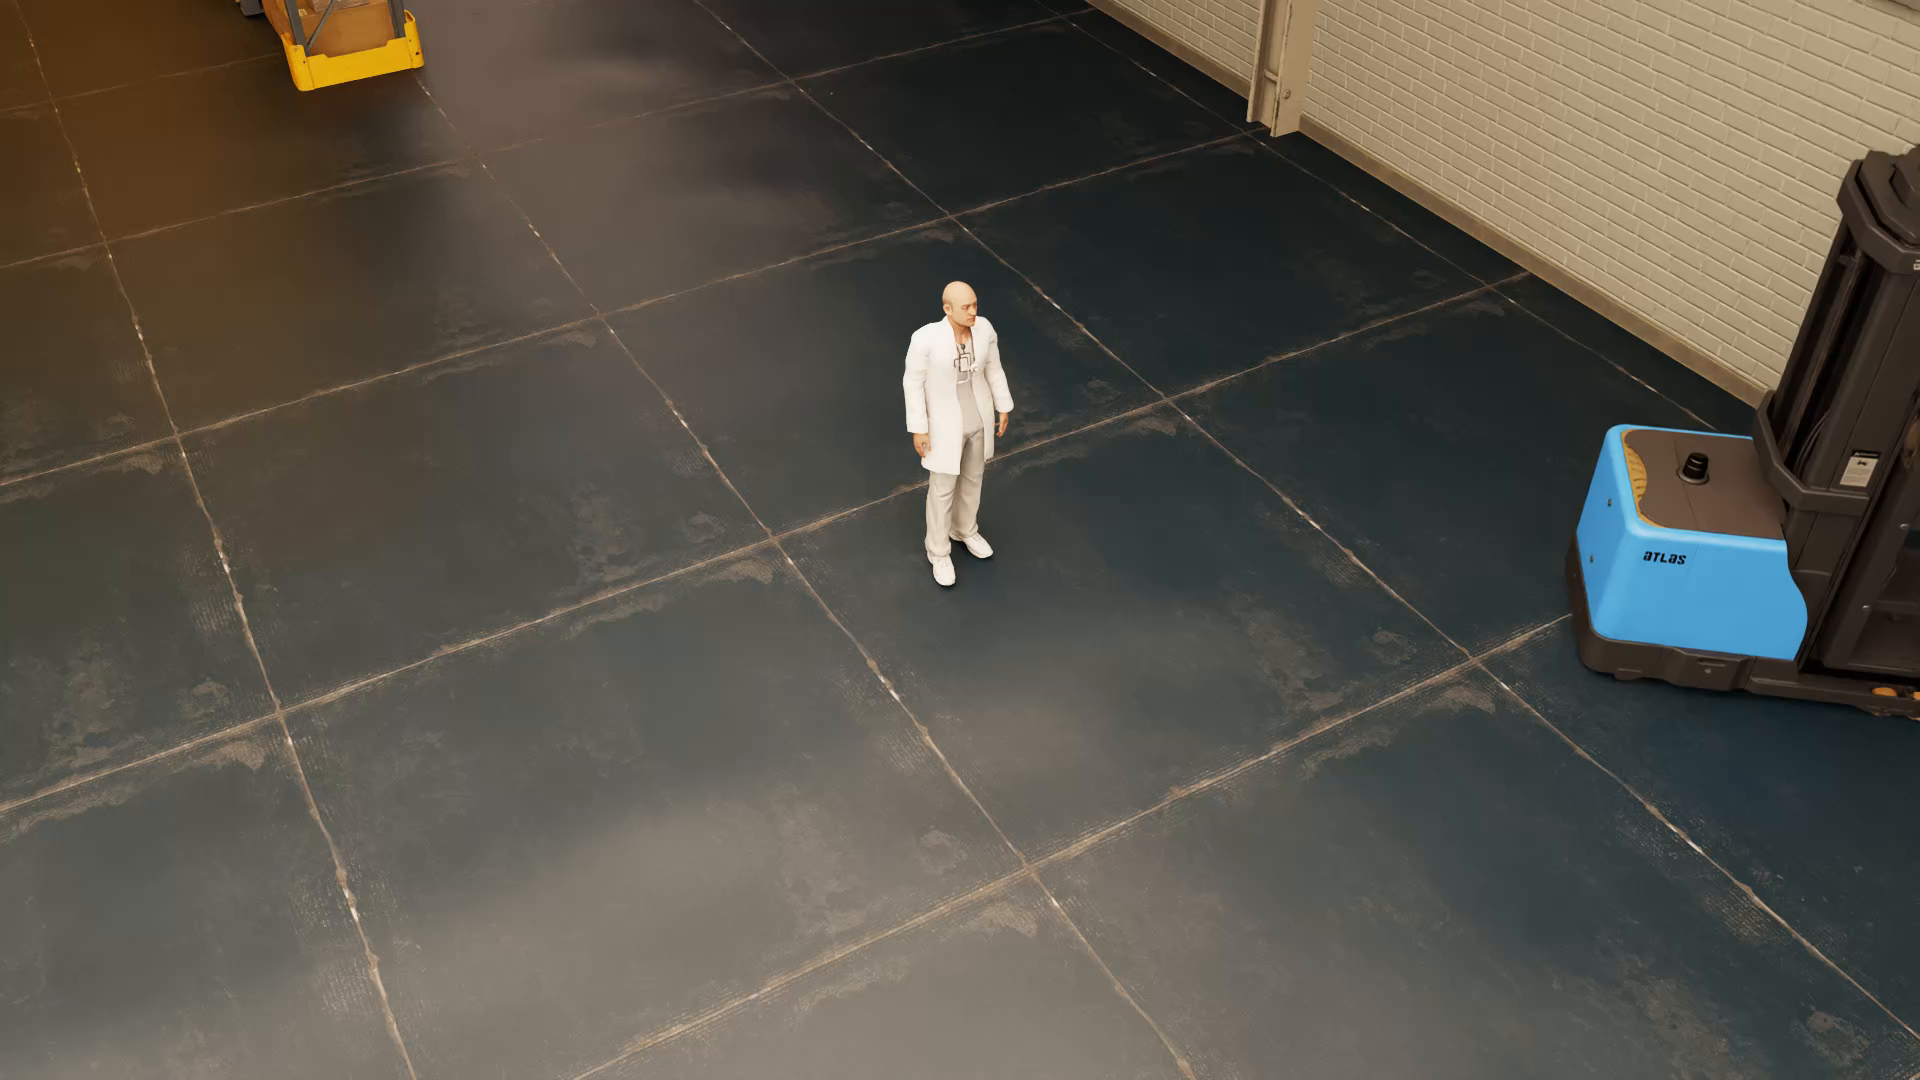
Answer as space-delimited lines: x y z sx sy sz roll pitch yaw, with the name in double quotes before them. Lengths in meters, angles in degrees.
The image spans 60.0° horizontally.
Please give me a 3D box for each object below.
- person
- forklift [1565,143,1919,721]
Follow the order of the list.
"person" 0.043 -0.638 9.697 0.696 1.778 0.578 -20 44 -23
"forklift" 5.076 -0.504 8.643 3.031 2.935 1.130 6 40 8
